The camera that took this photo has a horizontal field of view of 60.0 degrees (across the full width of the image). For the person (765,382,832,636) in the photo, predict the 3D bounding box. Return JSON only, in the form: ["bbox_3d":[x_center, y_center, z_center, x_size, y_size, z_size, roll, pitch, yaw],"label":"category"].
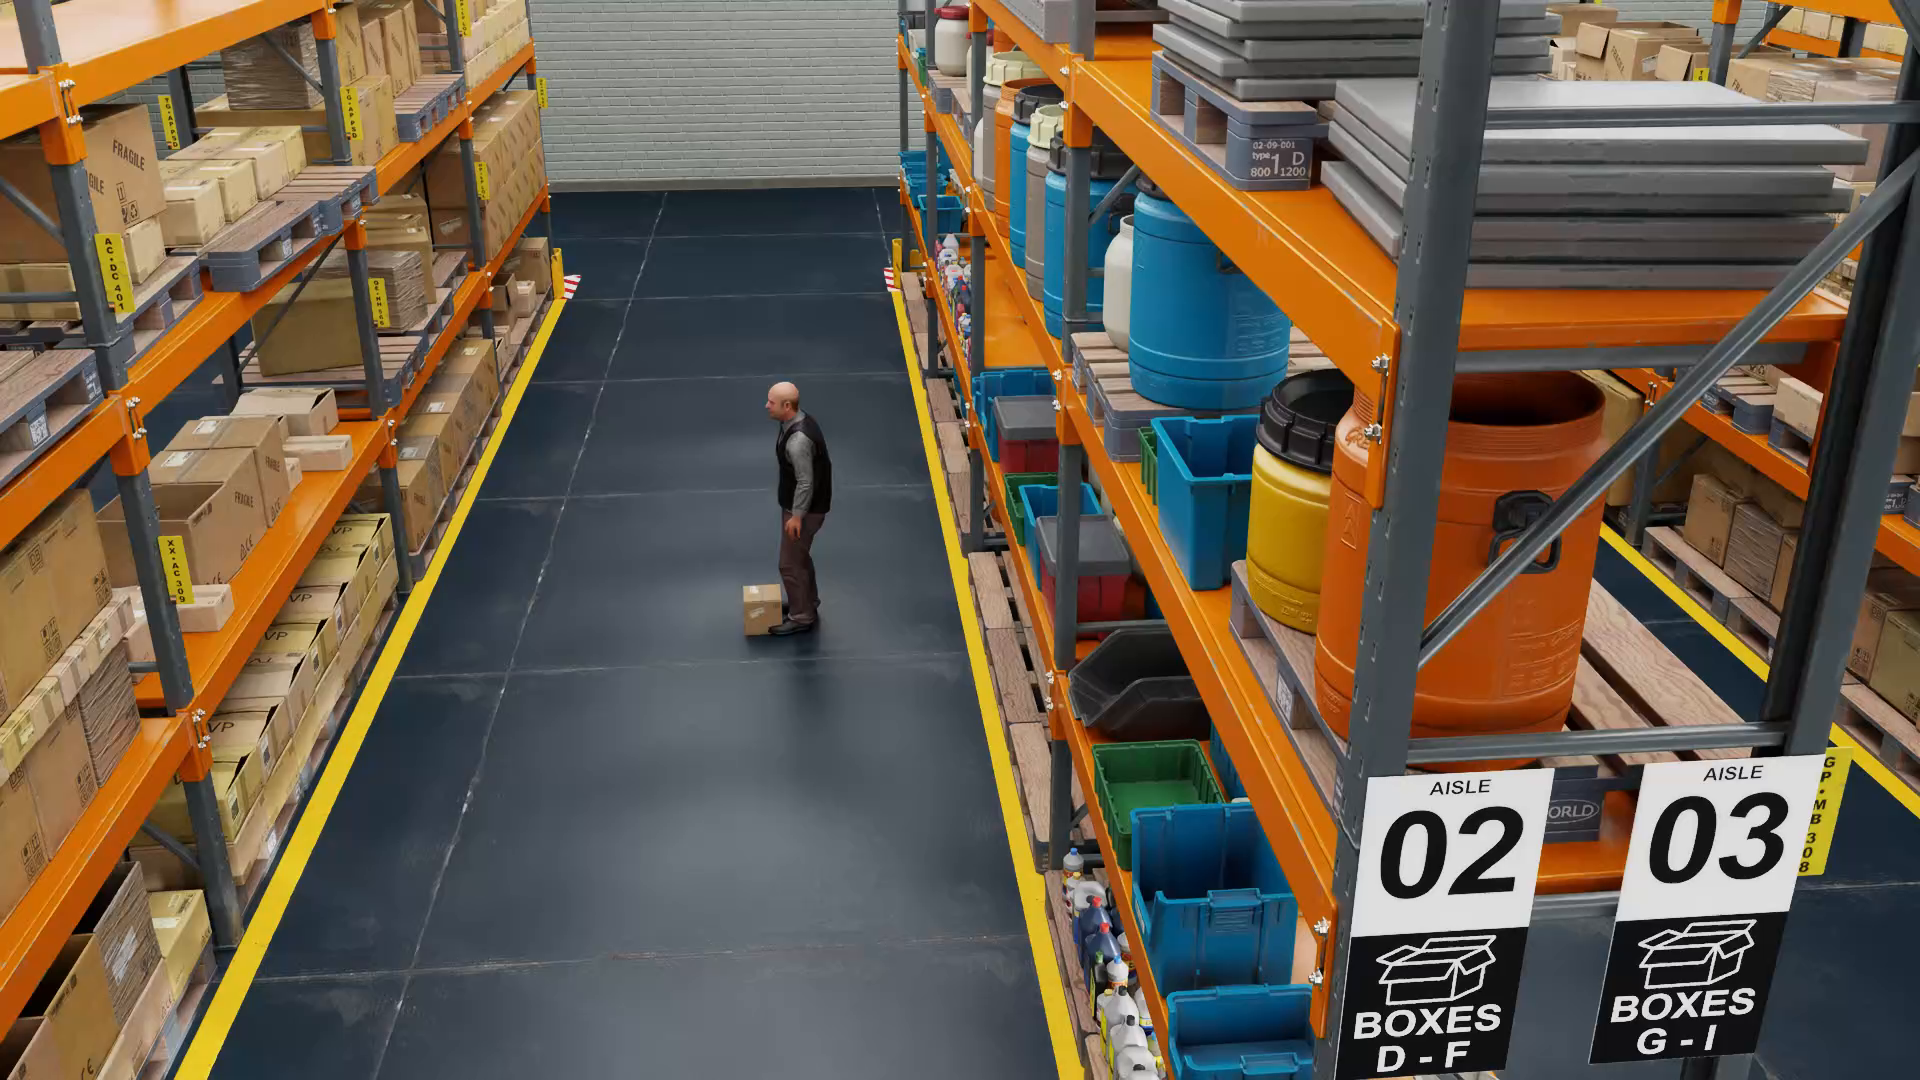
[{"bbox_3d":[-1.069,-0.218,10.879,0.468,1.722,0.594,-3,24,-8],"label":"person"}]
